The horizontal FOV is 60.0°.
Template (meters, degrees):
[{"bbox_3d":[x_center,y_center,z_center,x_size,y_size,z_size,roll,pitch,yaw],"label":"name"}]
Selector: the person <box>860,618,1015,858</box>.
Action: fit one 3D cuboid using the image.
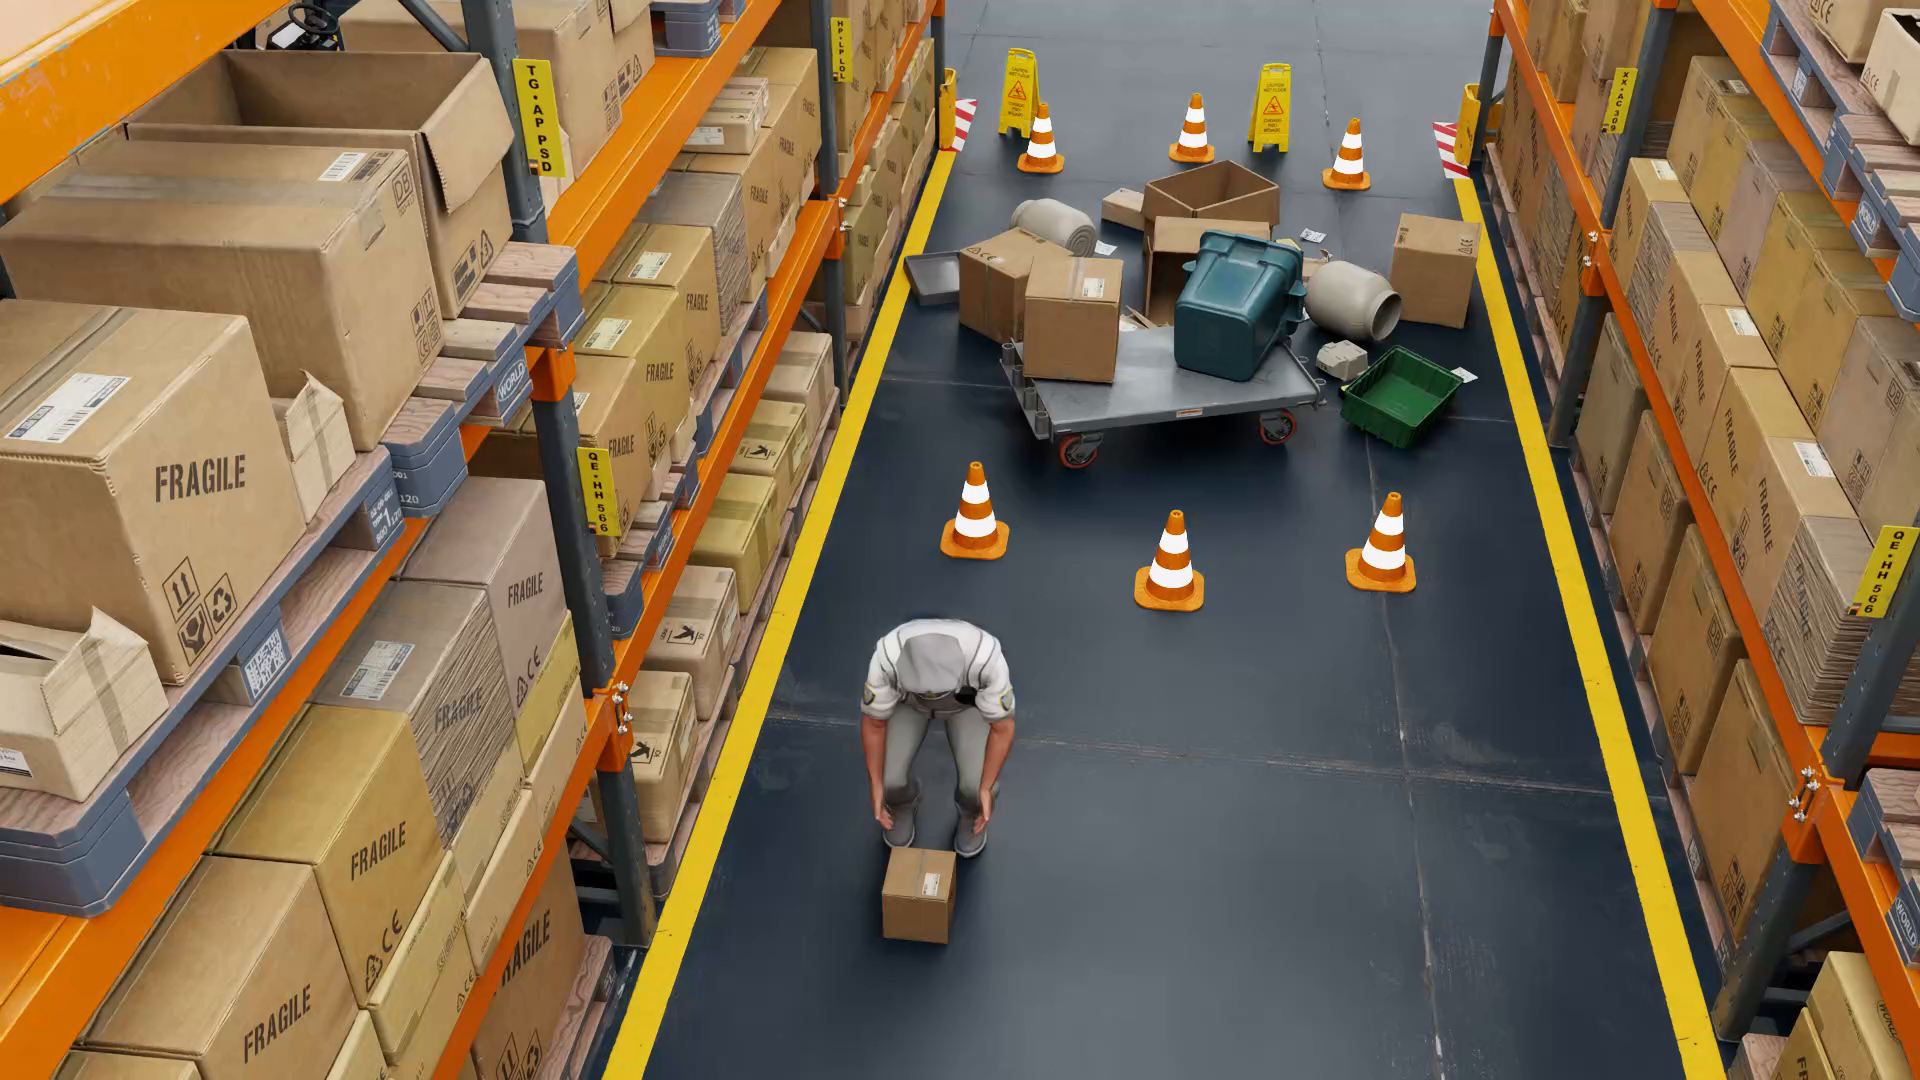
[{"bbox_3d":[-0.068,0.721,6.436,0.586,1.291,0.868,4,36,6],"label":"person"}]
